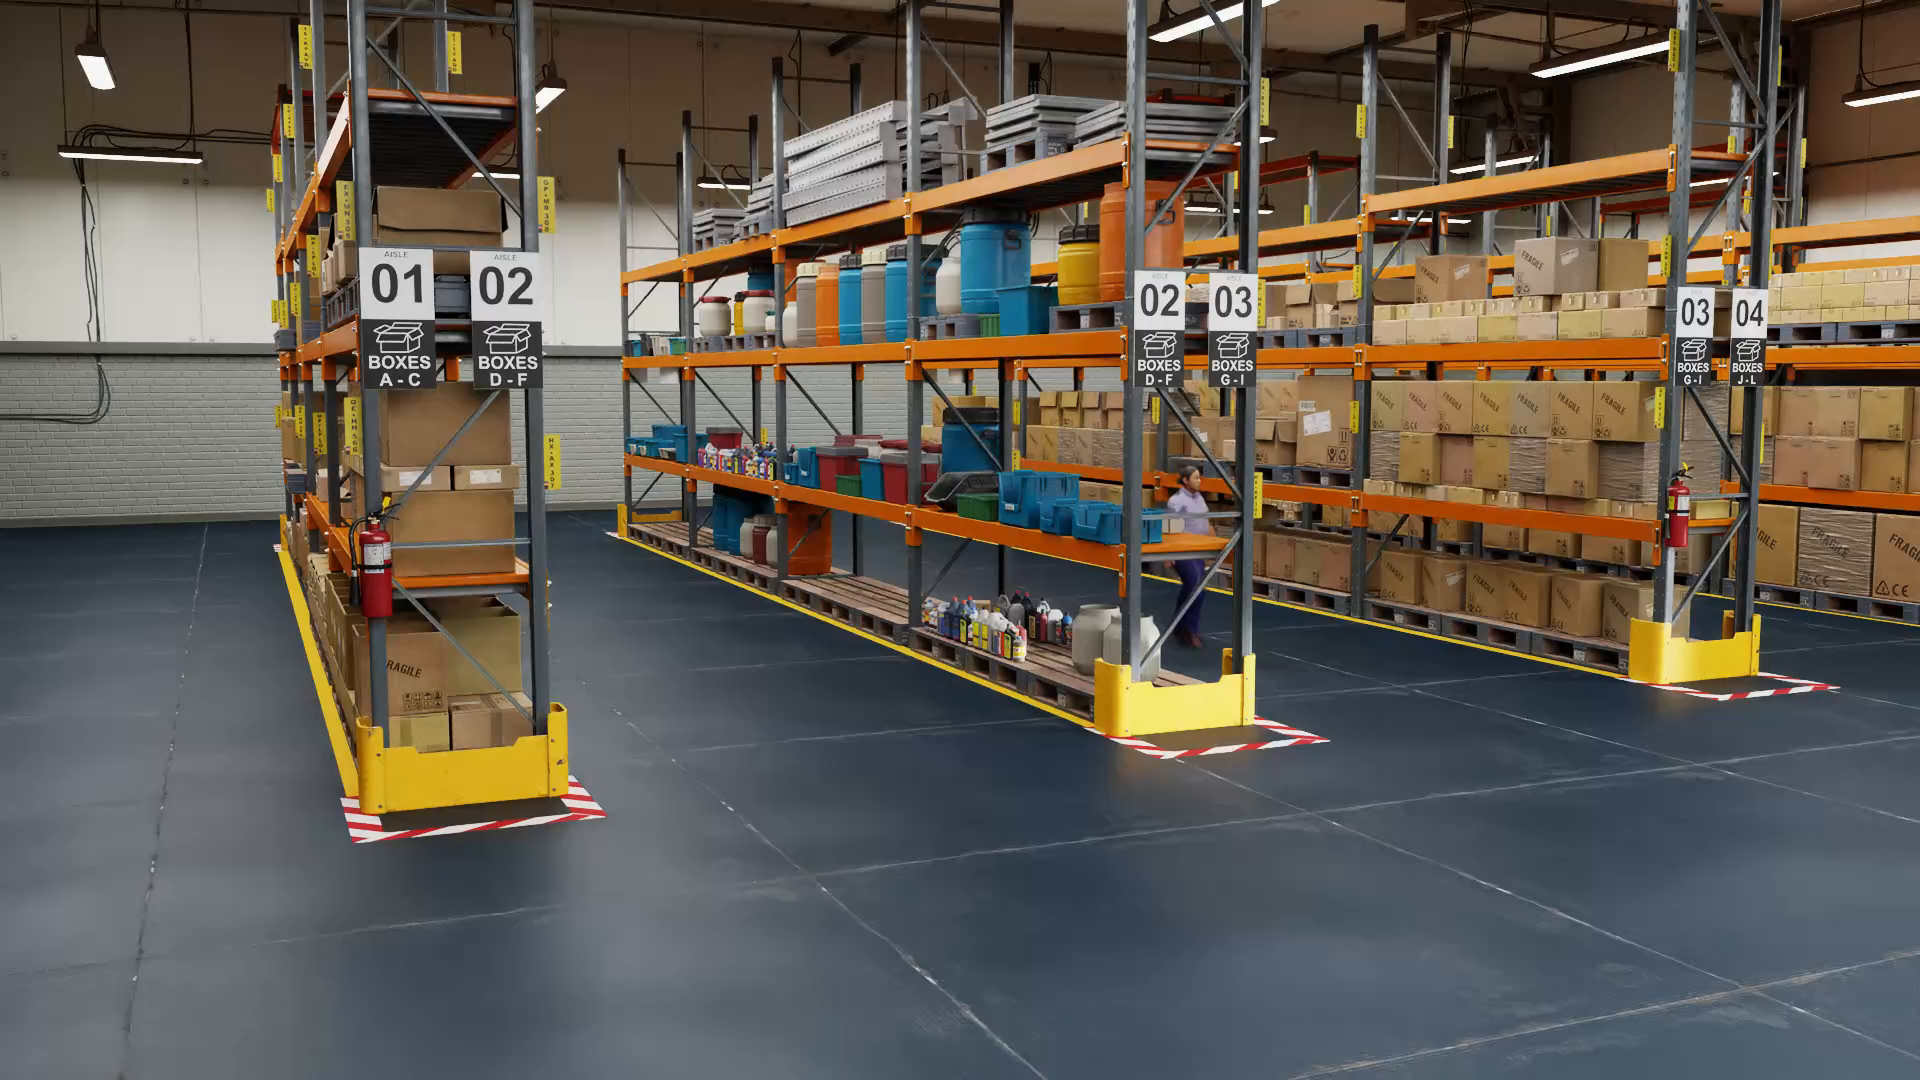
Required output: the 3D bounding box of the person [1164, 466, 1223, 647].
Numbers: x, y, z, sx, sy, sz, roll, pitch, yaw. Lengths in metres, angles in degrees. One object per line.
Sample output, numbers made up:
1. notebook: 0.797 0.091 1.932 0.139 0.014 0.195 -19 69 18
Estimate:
1. person: 2.158 0.166 15.541 0.492 1.720 0.530 4 7 39
